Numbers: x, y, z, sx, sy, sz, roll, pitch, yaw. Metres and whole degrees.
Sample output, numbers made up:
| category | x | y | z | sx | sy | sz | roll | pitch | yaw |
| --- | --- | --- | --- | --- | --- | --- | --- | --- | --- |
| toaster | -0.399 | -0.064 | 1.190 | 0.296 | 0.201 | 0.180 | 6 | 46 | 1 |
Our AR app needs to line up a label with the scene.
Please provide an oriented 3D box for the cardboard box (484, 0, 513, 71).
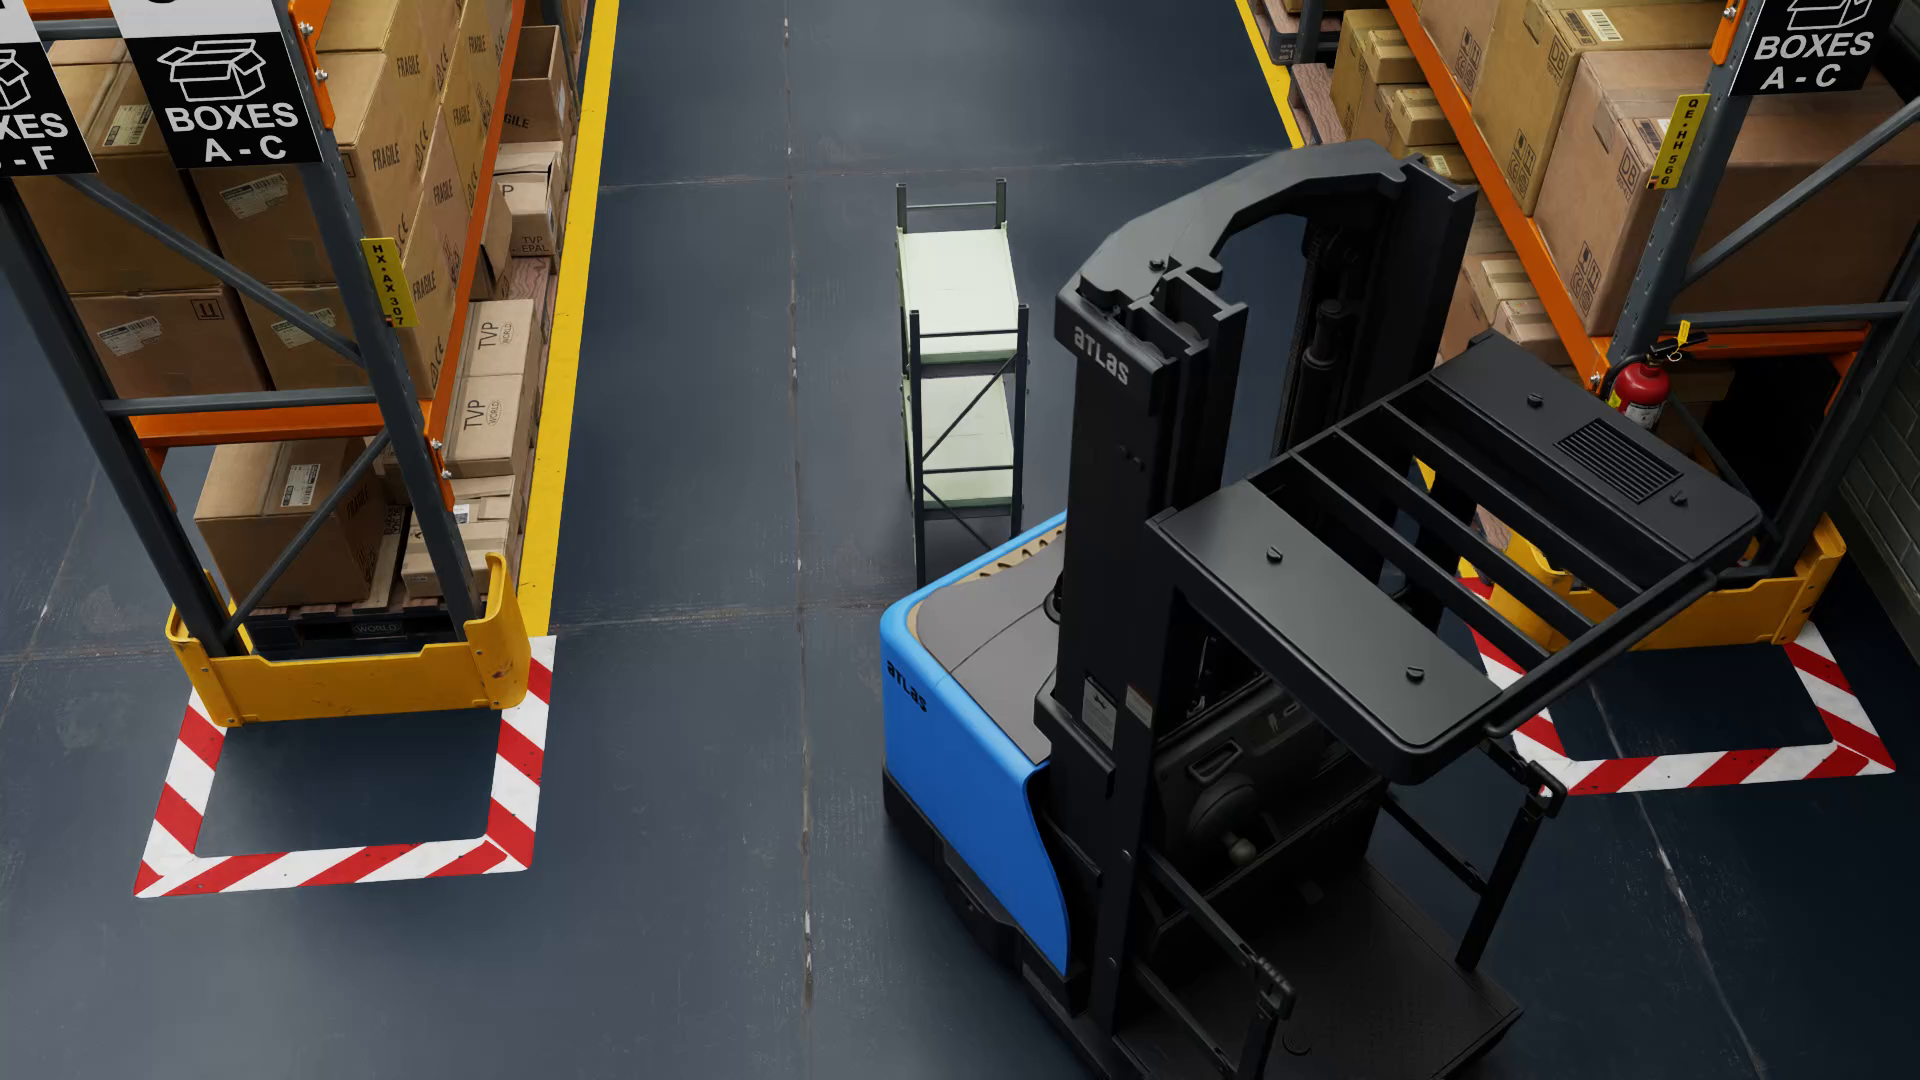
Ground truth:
| category | x | y | z | sx | sy | sz | roll | pitch | yaw |
| --- | --- | --- | --- | --- | --- | --- | --- | --- | --- |
| cardboard box | -2.185 | -2.270 | 6.901 | 0.500 | 0.500 | 0.500 | -3 | 47 | -2 |

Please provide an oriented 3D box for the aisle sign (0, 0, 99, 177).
| category | x | y | z | sx | sy | sz | roll | pitch | yaw |
| --- | --- | --- | --- | --- | --- | --- | --- | --- | --- |
| aisle sign | -2.537 | -1.258 | 4.221 | 0.394 | 0.787 | 0.004 | -3 | 47 | -3 |

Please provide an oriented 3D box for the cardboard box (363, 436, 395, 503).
| category | x | y | z | sx | sy | sz | roll | pitch | yaw |
| --- | --- | --- | --- | --- | --- | --- | --- | --- | --- |
| cardboard box | -2.473 | -0.286 | 6.739 | 0.380 | 0.166 | 0.250 | -3 | 47 | -3 |

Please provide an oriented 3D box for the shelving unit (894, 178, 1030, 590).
| category | x | y | z | sx | sy | sz | roll | pitch | yaw |
| --- | --- | --- | --- | --- | --- | --- | --- | --- | --- |
| shelving unit | -0.001 | -0.521 | 6.347 | 0.431 | 1.500 | 0.755 | -3 | 47 | -3 |

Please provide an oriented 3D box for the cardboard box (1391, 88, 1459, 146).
| category | x | y | z | sx | sy | sz | roll | pitch | yaw |
| --- | --- | --- | --- | --- | --- | --- | --- | --- | --- |
| cardboard box | 2.215 | -1.954 | 7.656 | 0.380 | 0.149 | 0.250 | -5 | 47 | -4 |

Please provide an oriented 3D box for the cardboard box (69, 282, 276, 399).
| category | x | y | z | sx | sy | sz | roll | pitch | yaw |
| --- | --- | --- | --- | --- | --- | --- | --- | --- | --- |
| cardboard box | -2.546 | -0.774 | 5.484 | 0.500 | 0.500 | 0.500 | -2 | 47 | -2 |

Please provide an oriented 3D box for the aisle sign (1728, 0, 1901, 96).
| category | x | y | z | sx | sy | sz | roll | pitch | yaw |
| --- | --- | --- | --- | --- | --- | --- | --- | --- | --- |
| aisle sign | 2.406 | -1.559 | 4.507 | 0.394 | 0.787 | 0.004 | -3 | 47 | -3 |

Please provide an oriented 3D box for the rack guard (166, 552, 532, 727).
| category | x | y | z | sx | sy | sz | roll | pitch | yaw |
| --- | --- | --- | --- | --- | --- | --- | --- | --- | --- |
| rack guard | -2.244 | 0.373 | 6.189 | 1.175 | 0.500 | 0.348 | -3 | 47 | -3 |

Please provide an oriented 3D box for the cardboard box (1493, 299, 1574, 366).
| category | x | y | z | sx | sy | sz | roll | pitch | yaw |
| --- | --- | --- | --- | --- | --- | --- | --- | --- | --- |
| cardboard box | 2.348 | -0.826 | 6.588 | 0.380 | 0.149 | 0.250 | -4 | 47 | -4 |

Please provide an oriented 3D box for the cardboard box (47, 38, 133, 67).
| category | x | y | z | sx | sy | sz | roll | pitch | yaw |
| --- | --- | --- | --- | --- | --- | --- | --- | --- | --- |
| cardboard box | -2.592 | -1.481 | 5.465 | 0.500 | 0.500 | 0.500 | -2 | 47 | -2 |

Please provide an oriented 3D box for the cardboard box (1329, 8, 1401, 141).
| category | x | y | z | sx | sy | sz | roll | pitch | yaw |
| --- | --- | --- | --- | --- | --- | --- | --- | --- | --- |
| cardboard box | 2.324 | -2.367 | 8.495 | 0.700 | 0.500 | 0.500 | -3 | 47 | -3 |

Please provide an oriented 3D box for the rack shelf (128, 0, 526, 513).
| category | x | y | z | sx | sy | sz | roll | pitch | yaw |
| --- | --- | --- | --- | --- | --- | --- | --- | --- | --- |
| rack shelf | -2.405 | -1.631 | 6.861 | 1.077 | 0.370 | 4.000 | -3 | 47 | -3 |

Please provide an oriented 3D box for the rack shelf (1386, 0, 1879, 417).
| category | x | y | z | sx | sy | sz | roll | pitch | yaw |
| --- | --- | --- | --- | --- | --- | --- | --- | --- | --- |
| rack shelf | 2.531 | -1.935 | 7.149 | 1.077 | 0.370 | 4.000 | -3 | 47 | -3 |

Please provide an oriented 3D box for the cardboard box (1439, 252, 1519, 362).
| category | x | y | z | sx | sy | sz | roll | pitch | yaw |
| --- | --- | --- | --- | --- | --- | --- | --- | --- | --- |
| cardboard box | 2.498 | -0.883 | 7.089 | 0.700 | 0.500 | 0.500 | -4 | 47 | -3 |

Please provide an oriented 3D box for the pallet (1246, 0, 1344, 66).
| category | x | y | z | sx | sy | sz | roll | pitch | yaw |
| --- | --- | --- | --- | --- | --- | --- | --- | --- | --- |
| pallet | 2.224 | -3.224 | 9.795 | 1.003 | 0.211 | 1.213 | -3 | 47 | -3 |

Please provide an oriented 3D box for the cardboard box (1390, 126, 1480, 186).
| category | x | y | z | sx | sy | sz | roll | pitch | yaw |
| --- | --- | --- | --- | --- | --- | --- | --- | --- | --- |
| cardboard box | 2.404 | -1.632 | 7.798 | 0.700 | 0.500 | 0.500 | -3 | 47 | -2 |

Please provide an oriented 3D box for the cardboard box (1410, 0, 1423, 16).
| category | x | y | z | sx | sy | sz | roll | pitch | yaw |
| --- | --- | --- | --- | --- | --- | --- | --- | --- | --- |
| cardboard box | 2.448 | -2.811 | 7.276 | 0.980 | 0.700 | 0.700 | -5 | 47 | -4 |

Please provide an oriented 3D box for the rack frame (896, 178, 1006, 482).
| category | x | y | z | sx | sy | sz | roll | pitch | yaw |
| --- | --- | --- | --- | --- | --- | --- | --- | --- | --- |
| rack frame | -0.031 | -0.785 | 6.597 | 0.400 | 1.500 | 0.023 | -3 | 47 | -3 |

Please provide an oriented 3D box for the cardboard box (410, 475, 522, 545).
| category | x | y | z | sx | sy | sz | roll | pitch | yaw |
| --- | --- | --- | --- | --- | --- | --- | --- | --- | --- |
| cardboard box | -1.951 | -0.113 | 6.576 | 0.380 | 0.166 | 0.250 | -3 | 47 | -3 |

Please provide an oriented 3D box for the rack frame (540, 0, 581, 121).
| category | x | y | z | sx | sy | sz | roll | pitch | yaw |
| --- | --- | --- | --- | --- | --- | --- | --- | --- | --- |
| rack frame | -2.572 | -3.326 | 7.970 | 1.000 | 3.000 | 0.127 | -3 | 47 | -3 |

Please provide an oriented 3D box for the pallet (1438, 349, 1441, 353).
| category | x | y | z | sx | sy | sz | roll | pitch | yaw |
| --- | --- | --- | --- | --- | --- | --- | --- | --- | --- |
| pallet | 2.455 | -1.231 | 7.907 | 1.003 | 0.211 | 1.213 | -3 | 47 | -3 |

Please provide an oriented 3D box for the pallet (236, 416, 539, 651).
| category | x | y | z | sx | sy | sz | roll | pitch | yaw |
| --- | --- | --- | --- | --- | --- | --- | --- | --- | --- |
| pallet | -2.312 | -0.104 | 6.840 | 1.003 | 0.211 | 1.213 | -3 | 47 | -3 |

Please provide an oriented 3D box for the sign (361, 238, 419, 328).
| category | x | y | z | sx | sy | sz | roll | pitch | yaw |
| --- | --- | --- | --- | --- | --- | --- | --- | --- | --- |
| sign | -1.697 | -0.762 | 4.946 | 0.100 | 0.325 | 0.005 | -3 | 47 | -3 |

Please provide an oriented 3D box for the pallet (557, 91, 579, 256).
| category | x | y | z | sx | sy | sz | roll | pitch | yaw |
| --- | --- | --- | --- | --- | --- | --- | --- | --- | --- |
| pallet | -2.516 | -1.870 | 8.512 | 1.003 | 0.211 | 1.213 | -3 | 47 | -3 |

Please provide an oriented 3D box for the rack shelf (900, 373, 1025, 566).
| category | x | y | z | sx | sy | sz | roll | pitch | yaw |
| --- | --- | --- | --- | --- | --- | --- | --- | --- | --- |
| rack shelf | -0.001 | -0.296 | 6.583 | 0.431 | 0.370 | 0.720 | -3 | 47 | -3 |

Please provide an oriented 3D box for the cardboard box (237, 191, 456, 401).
| category | x | y | z | sx | sy | sz | roll | pitch | yaw |
| --- | --- | --- | --- | --- | --- | --- | --- | --- | --- |
| cardboard box | -2.012 | -0.803 | 5.512 | 0.500 | 0.500 | 0.500 | -3 | 47 | -2 |

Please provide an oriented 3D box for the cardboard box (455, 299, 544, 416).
| category | x | y | z | sx | sy | sz | roll | pitch | yaw |
| --- | --- | --- | --- | --- | --- | --- | --- | --- | --- |
| cardboard box | -2.084 | -0.772 | 7.142 | 0.500 | 0.250 | 0.500 | -3 | 47 | -3 |

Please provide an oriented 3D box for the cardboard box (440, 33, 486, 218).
| category | x | y | z | sx | sy | sz | roll | pitch | yaw |
| --- | --- | --- | --- | --- | --- | --- | --- | --- | --- |
| cardboard box | -2.099 | -1.539 | 6.210 | 0.500 | 0.500 | 0.500 | -4 | 47 | -3 |

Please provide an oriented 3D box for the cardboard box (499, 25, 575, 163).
| category | x | y | z | sx | sy | sz | roll | pitch | yaw |
| --- | --- | --- | --- | --- | --- | --- | --- | --- | --- |
| cardboard box | -2.242 | -2.222 | 8.344 | 0.500 | 0.500 | 0.500 | -3 | 47 | -3 |

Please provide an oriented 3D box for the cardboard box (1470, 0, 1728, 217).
| category | x | y | z | sx | sy | sz | roll | pitch | yaw |
| --- | --- | --- | --- | --- | --- | --- | --- | --- | --- |
| cardboard box | 2.574 | -1.733 | 6.255 | 0.980 | 0.700 | 0.700 | -4 | 47 | -4 |

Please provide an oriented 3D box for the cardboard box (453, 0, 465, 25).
| category | x | y | z | sx | sy | sz | roll | pitch | yaw |
| --- | --- | --- | --- | --- | --- | --- | --- | --- | --- |
| cardboard box | -2.144 | -2.254 | 6.198 | 0.500 | 0.500 | 0.500 | -4 | 47 | -4 |

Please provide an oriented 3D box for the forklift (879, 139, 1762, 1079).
| category | x | y | z | sx | sy | sz | roll | pitch | yaw |
| --- | --- | --- | --- | --- | --- | --- | --- | --- | --- |
| forklift | 1.007 | 0.612 | 4.288 | 1.130 | 2.935 | 3.031 | -28 | 53 | -24 |

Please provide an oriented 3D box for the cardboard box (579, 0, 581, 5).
| category | x | y | z | sx | sy | sz | roll | pitch | yaw |
| --- | --- | --- | --- | --- | --- | --- | --- | --- | --- |
| cardboard box | -2.426 | -3.367 | 9.428 | 0.500 | 0.500 | 0.500 | -3 | 47 | -3 |

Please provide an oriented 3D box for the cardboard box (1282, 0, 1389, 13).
| category | x | y | z | sx | sy | sz | roll | pitch | yaw |
| --- | --- | --- | --- | --- | --- | --- | --- | --- | --- |
| cardboard box | 2.180 | -3.497 | 9.324 | 0.750 | 0.750 | 0.750 | -3 | 47 | -3 |

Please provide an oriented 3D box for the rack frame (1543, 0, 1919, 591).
| category | x | y | z | sx | sy | sz | roll | pitch | yaw |
| --- | --- | --- | --- | --- | --- | --- | --- | --- | --- |
| rack frame | 2.699 | -0.735 | 5.517 | 1.000 | 3.000 | 0.127 | -3 | 47 | -3 |

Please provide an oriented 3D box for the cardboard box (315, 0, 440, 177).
| category | x | y | z | sx | sy | sz | roll | pitch | yaw |
| --- | --- | --- | --- | --- | --- | --- | --- | --- | --- |
| cardboard box | -2.063 | -1.525 | 5.507 | 0.500 | 0.500 | 0.500 | -3 | 47 | -3 |

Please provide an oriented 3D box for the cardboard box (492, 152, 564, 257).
| category | x | y | z | sx | sy | sz | roll | pitch | yaw |
| --- | --- | --- | --- | --- | --- | --- | --- | --- | --- |
| cardboard box | -2.179 | -1.615 | 7.899 | 0.500 | 0.311 | 0.500 | -3 | 47 | -3 |
